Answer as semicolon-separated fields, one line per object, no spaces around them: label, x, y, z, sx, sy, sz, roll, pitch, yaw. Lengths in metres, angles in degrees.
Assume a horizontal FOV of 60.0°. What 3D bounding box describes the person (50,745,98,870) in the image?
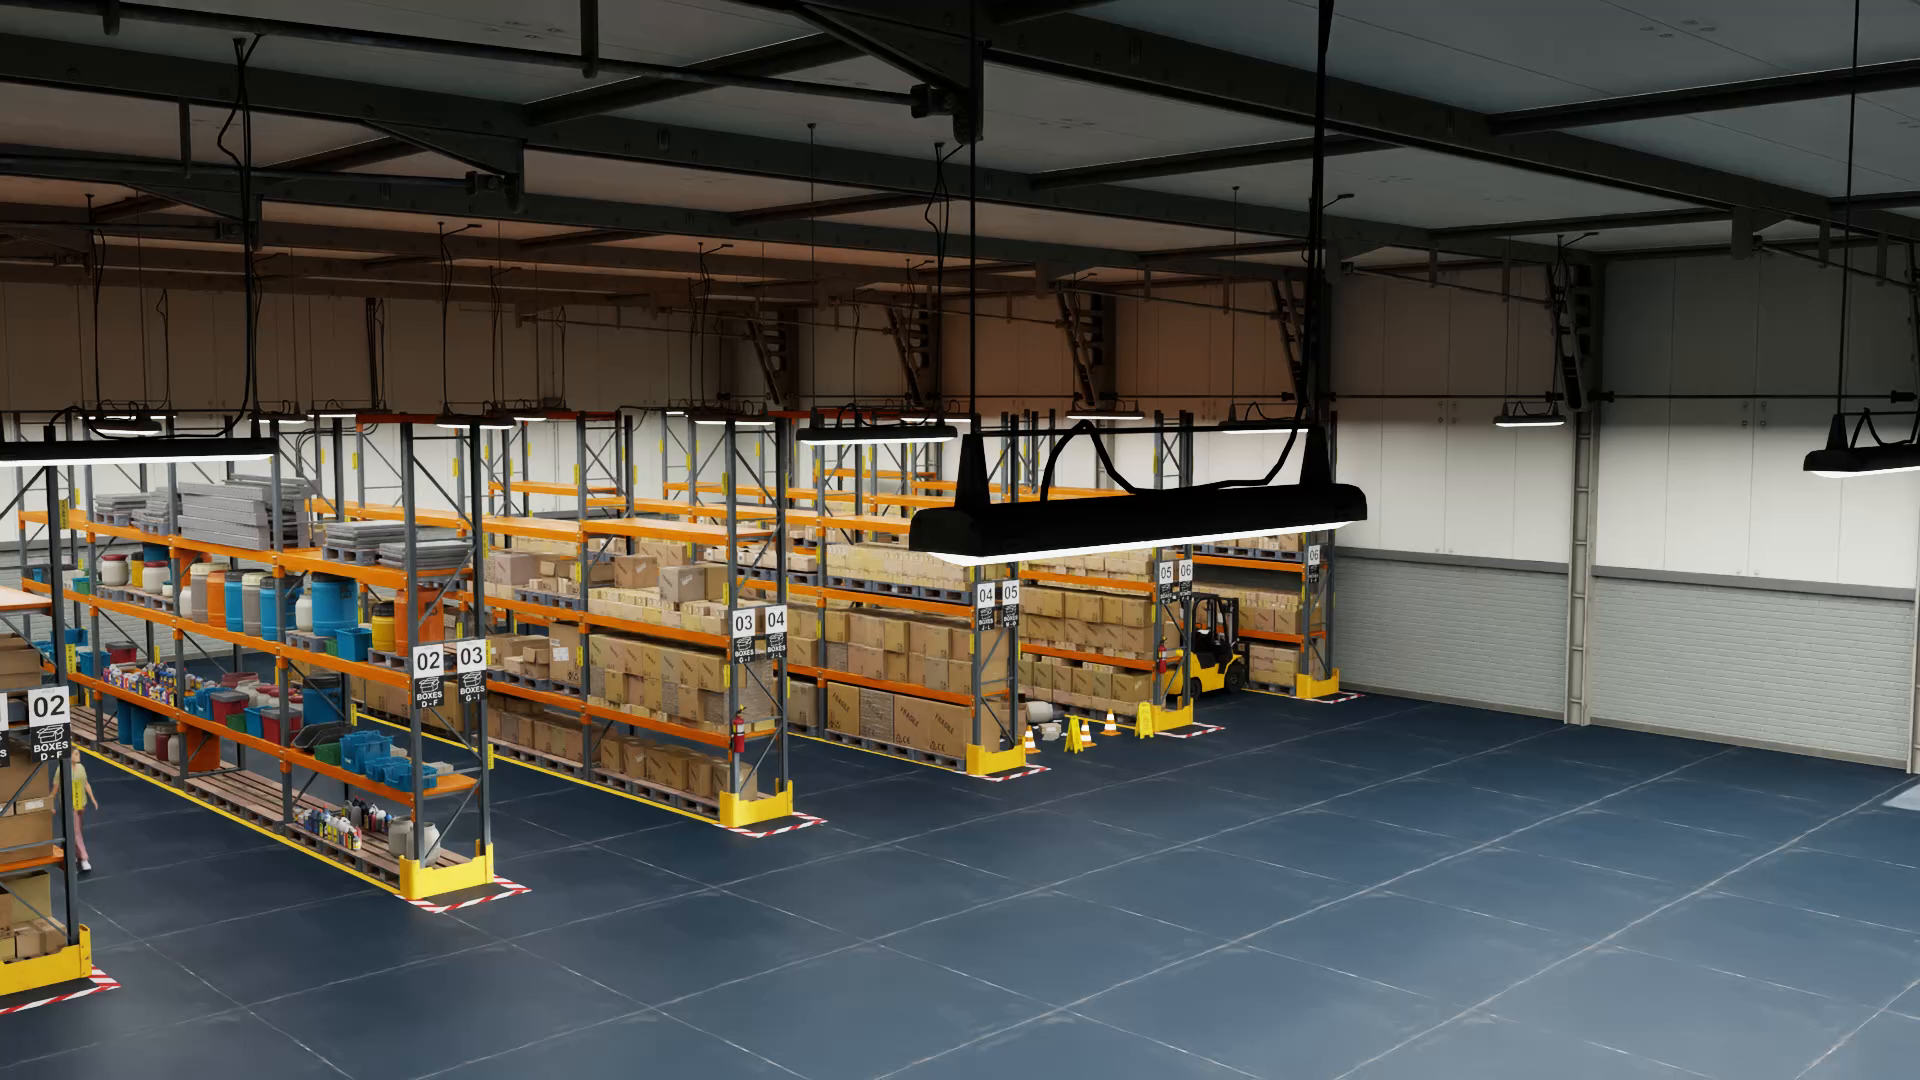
person;-11.887;3.559;22.331;1.018;1.605;0.546;3;6;30
